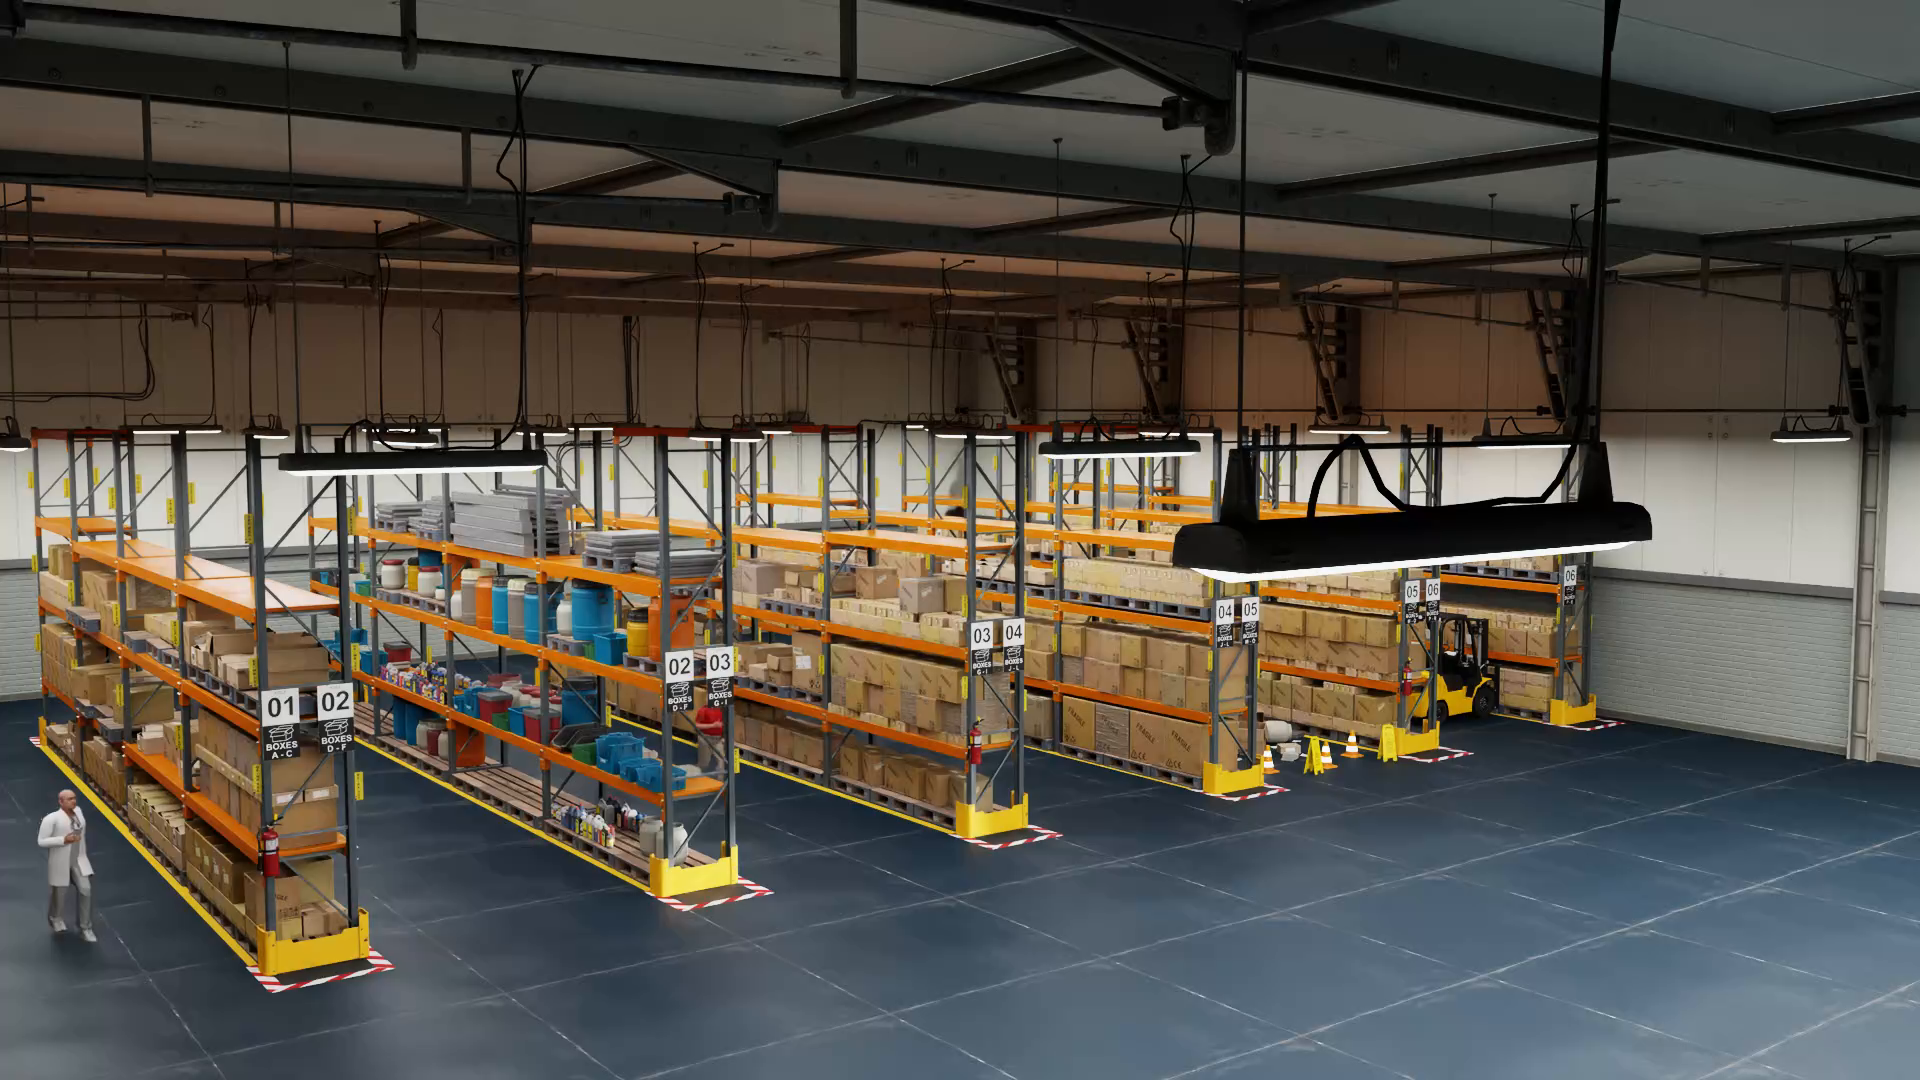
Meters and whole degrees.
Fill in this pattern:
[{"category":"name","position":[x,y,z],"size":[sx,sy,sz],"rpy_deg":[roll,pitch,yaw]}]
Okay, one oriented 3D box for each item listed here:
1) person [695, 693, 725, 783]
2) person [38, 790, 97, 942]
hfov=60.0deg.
[{"category":"person","position":[-4.122,3.346,27.225],"size":[0.830,1.793,0.631],"rpy_deg":[3,6,36]},{"category":"person","position":[-10.699,3.896,19.857],"size":[0.861,1.855,0.668],"rpy_deg":[3,5,32]}]
